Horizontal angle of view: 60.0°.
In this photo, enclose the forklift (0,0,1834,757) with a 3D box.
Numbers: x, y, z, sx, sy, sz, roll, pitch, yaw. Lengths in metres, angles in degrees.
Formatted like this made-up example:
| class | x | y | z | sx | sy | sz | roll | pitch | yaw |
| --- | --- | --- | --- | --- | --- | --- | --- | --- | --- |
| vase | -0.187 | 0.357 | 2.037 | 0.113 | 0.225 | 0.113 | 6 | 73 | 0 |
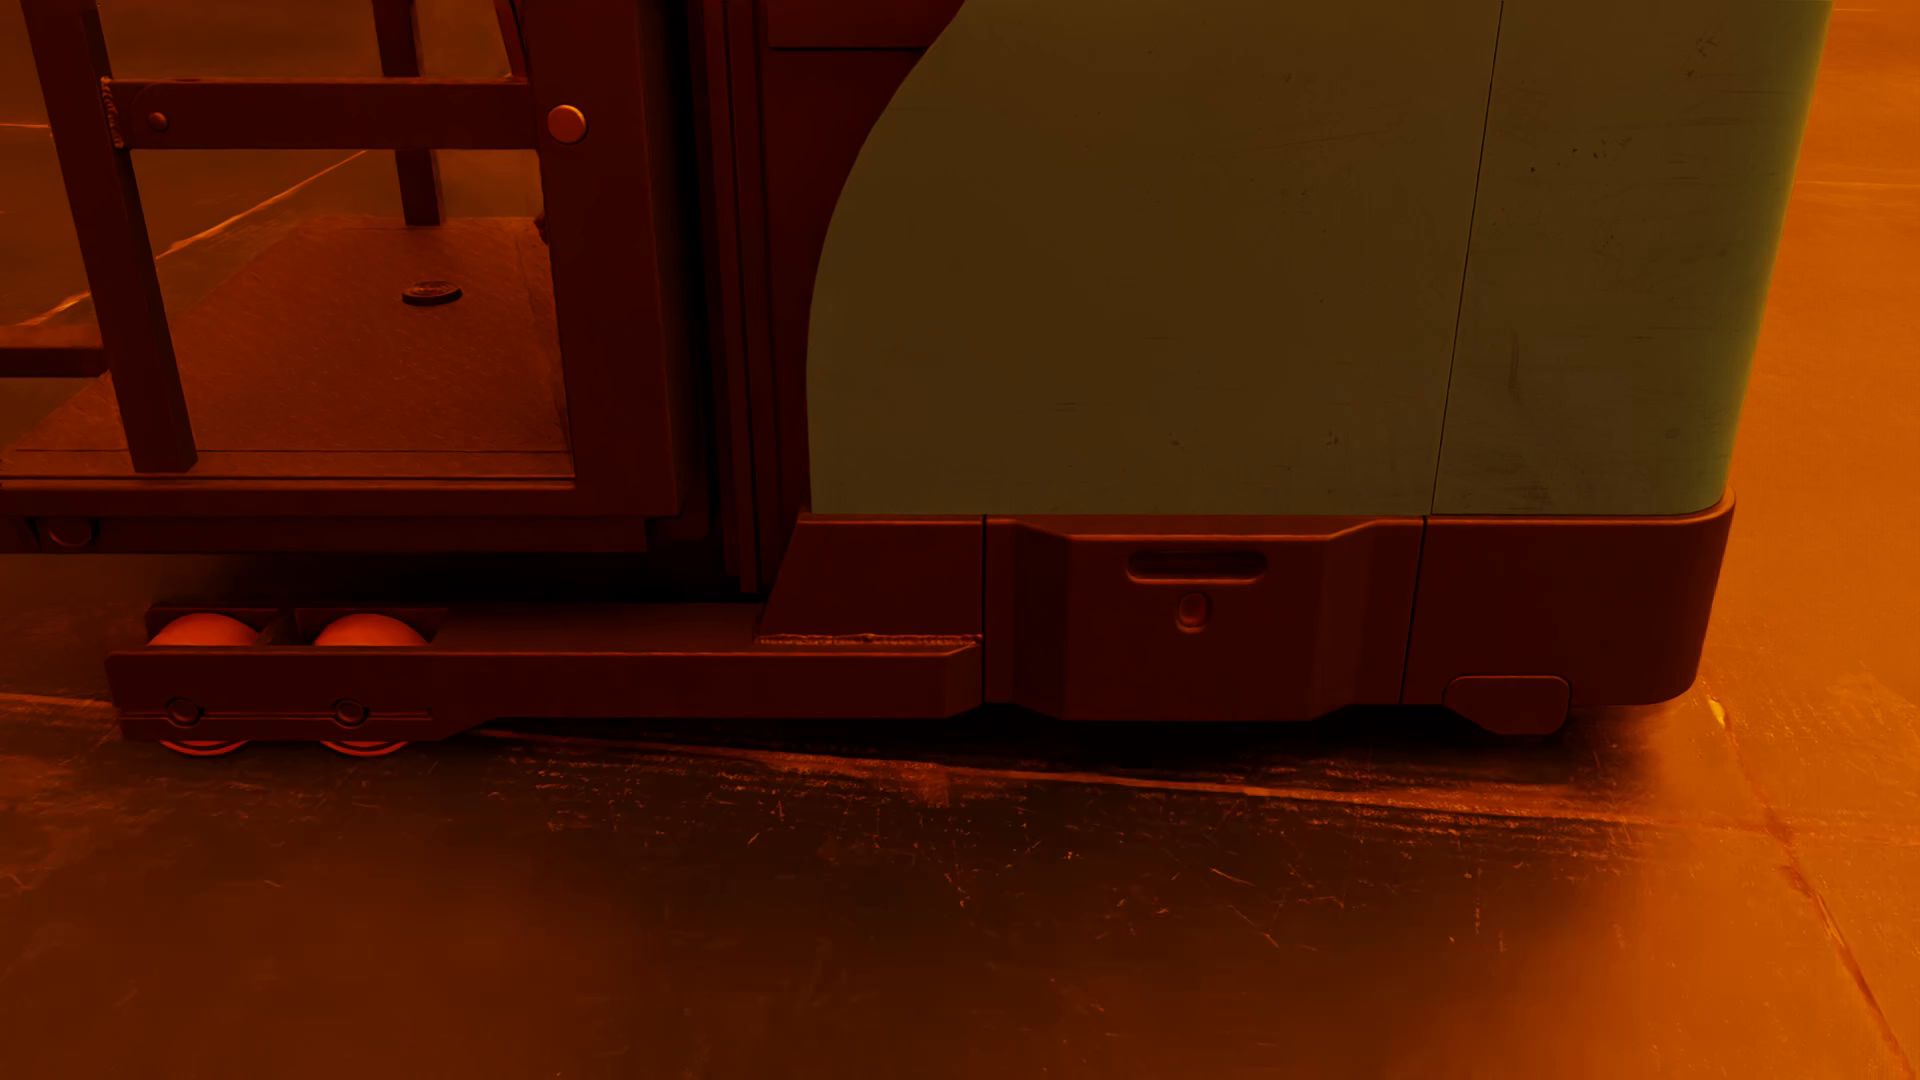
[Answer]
| class | x | y | z | sx | sy | sz | roll | pitch | yaw |
| --- | --- | --- | --- | --- | --- | --- | --- | --- | --- |
| forklift | -0.617 | -1.290 | 1.803 | 3.031 | 2.935 | 1.130 | 0 | 27 | 0 |
